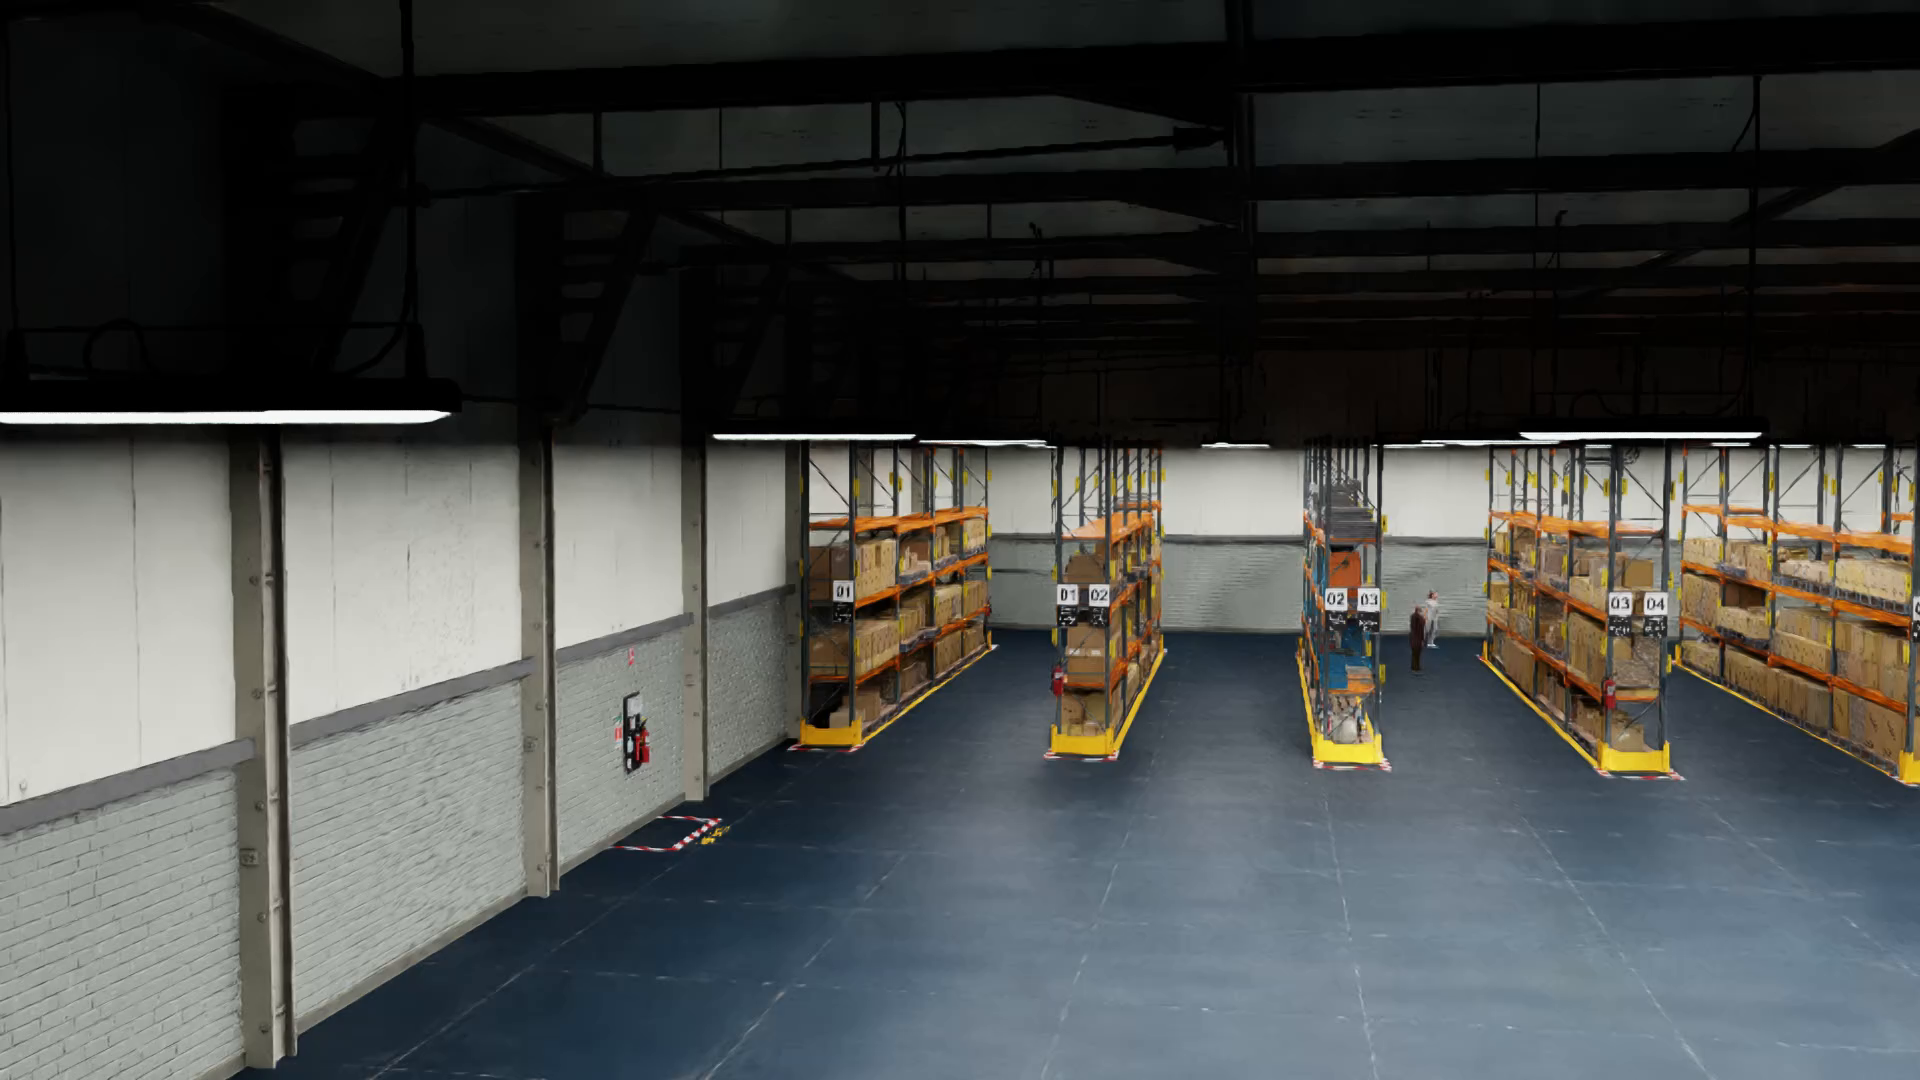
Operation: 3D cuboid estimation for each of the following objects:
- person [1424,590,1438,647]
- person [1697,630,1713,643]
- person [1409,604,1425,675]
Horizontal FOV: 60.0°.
[{"bbox_3d":[13.682,2.275,48.546,0.503,1.659,0.536,-1,3,-26],"label":"person"},{"bbox_3d":[20.708,2.336,46.193,0.692,1.790,0.472,-3,4,-41],"label":"person"},{"bbox_3d":[11.730,2.518,42.476,0.518,1.787,0.652,0,3,-9],"label":"person"}]
